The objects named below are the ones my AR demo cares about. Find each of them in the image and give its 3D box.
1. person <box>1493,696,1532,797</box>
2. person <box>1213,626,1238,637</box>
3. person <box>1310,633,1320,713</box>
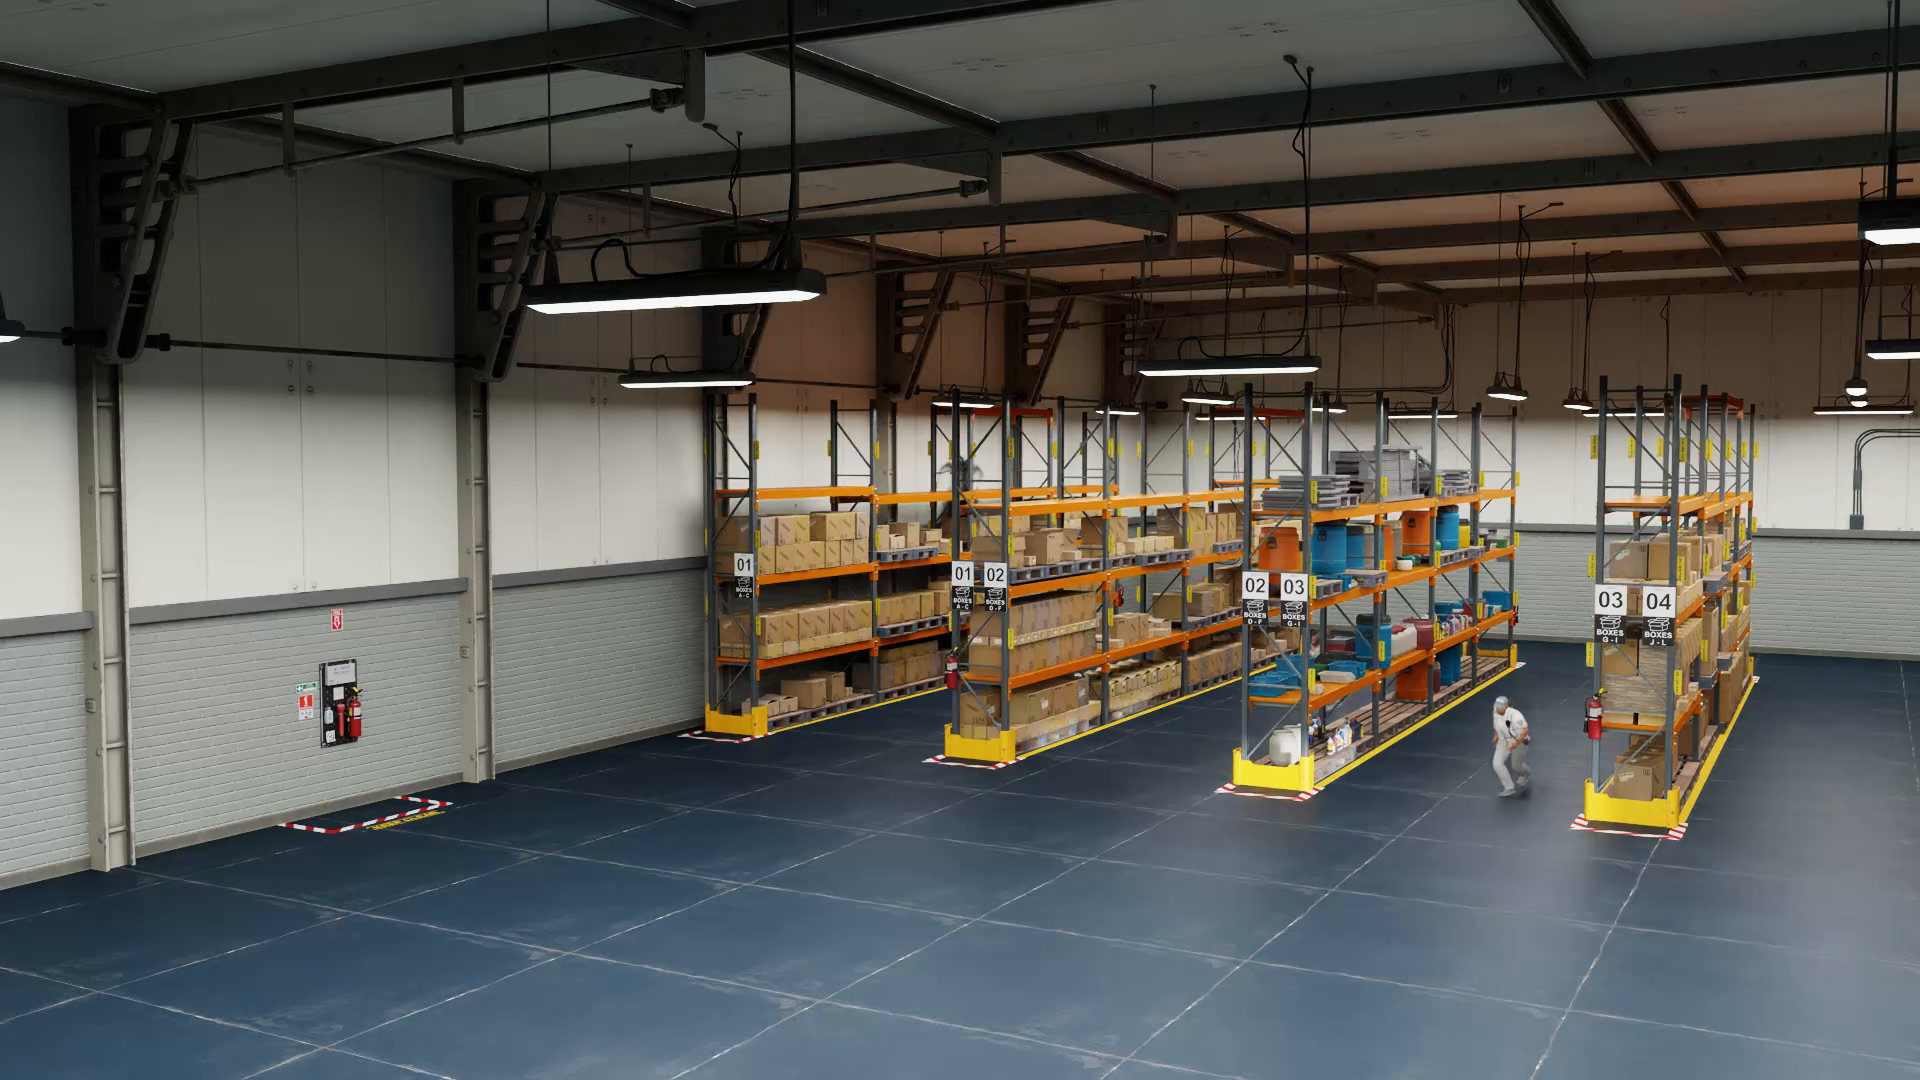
[{"bbox_3d":[8.043,2.968,24.151,1.079,1.483,0.599,-3,4,-43],"label":"person"},{"bbox_3d":[7.018,1.936,42.865,0.667,1.552,1.166,-2,4,-37],"label":"person"},{"bbox_3d":[6.789,2.530,31.617,0.537,1.550,0.558,-3,4,-39],"label":"person"}]
